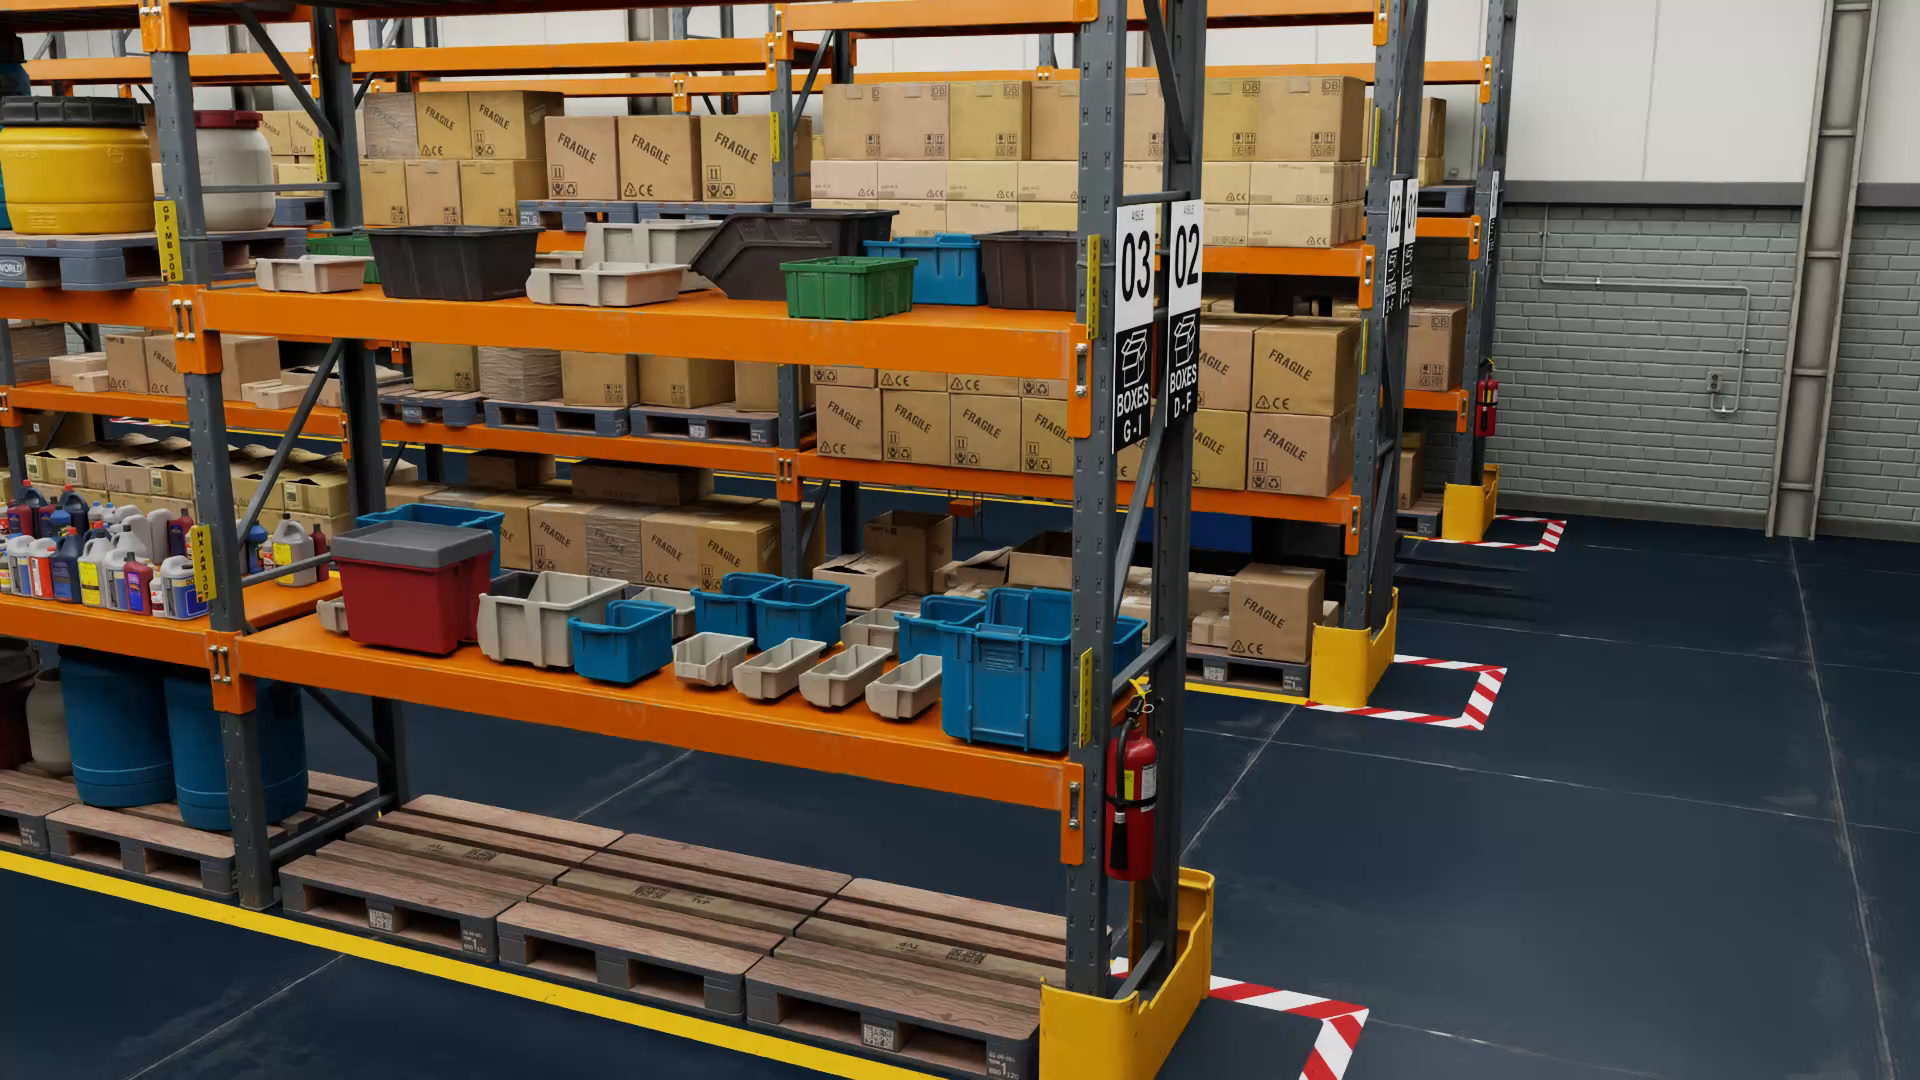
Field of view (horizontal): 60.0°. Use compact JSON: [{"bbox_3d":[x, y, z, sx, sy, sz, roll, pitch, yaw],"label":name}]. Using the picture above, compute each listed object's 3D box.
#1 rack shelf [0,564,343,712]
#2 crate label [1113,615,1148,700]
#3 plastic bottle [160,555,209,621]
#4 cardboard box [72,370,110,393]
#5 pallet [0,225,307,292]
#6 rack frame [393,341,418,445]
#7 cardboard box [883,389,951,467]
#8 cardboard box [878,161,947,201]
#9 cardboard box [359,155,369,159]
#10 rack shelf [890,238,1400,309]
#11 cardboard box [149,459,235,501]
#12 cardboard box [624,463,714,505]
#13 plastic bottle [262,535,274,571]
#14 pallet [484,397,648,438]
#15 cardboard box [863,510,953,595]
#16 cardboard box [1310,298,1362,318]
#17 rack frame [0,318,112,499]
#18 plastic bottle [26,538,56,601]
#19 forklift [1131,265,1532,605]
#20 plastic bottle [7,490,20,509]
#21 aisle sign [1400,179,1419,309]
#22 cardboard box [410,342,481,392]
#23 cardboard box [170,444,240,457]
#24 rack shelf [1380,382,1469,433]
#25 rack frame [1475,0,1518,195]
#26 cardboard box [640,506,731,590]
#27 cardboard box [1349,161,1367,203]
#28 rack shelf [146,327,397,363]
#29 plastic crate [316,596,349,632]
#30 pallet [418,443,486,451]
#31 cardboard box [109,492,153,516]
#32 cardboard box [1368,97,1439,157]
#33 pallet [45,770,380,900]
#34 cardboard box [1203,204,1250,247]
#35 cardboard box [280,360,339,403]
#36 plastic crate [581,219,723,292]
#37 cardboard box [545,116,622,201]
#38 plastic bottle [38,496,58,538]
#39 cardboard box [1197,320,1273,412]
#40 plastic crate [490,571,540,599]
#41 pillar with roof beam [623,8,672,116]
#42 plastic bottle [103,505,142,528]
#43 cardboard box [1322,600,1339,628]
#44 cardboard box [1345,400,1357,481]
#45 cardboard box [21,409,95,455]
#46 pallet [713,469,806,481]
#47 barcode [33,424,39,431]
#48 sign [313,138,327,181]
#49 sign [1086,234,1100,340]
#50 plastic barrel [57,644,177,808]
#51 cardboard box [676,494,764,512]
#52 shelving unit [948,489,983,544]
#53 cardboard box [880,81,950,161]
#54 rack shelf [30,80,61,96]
[{"bbox_3d":[-4.856,0.288,8.537,4.000,0.370,1.077,6,14,23],"label":"rack shelf"},{"bbox_3d":[0.538,0.453,6.491,0.303,0.233,0.416,6,14,23],"label":"crate label"},{"bbox_3d":[-3.518,0.214,7.548,0.135,0.276,0.152,6,14,23],"label":"plastic bottle"},{"bbox_3d":[-7.605,-1.405,14.725,0.250,0.149,0.380,6,14,23],"label":"cardboard box"},{"bbox_3d":[-3.783,-1.298,7.567,1.003,0.211,1.213,6,14,23],"label":"pallet"},{"bbox_3d":[-6.329,-2.687,19.639,0.127,3.000,1.000,6,14,23],"label":"rack frame"},{"bbox_3d":[-0.192,-0.809,11.419,0.500,0.500,0.500,6,15,24],"label":"cardboard box"},{"bbox_3d":[-0.216,-2.400,11.082,0.500,0.250,0.500,6,14,23],"label":"cardboard box"},{"bbox_3d":[-6.893,-4.201,19.263,0.500,0.500,0.500,6,15,25],"label":"cardboard box"},{"bbox_3d":[0.811,-1.837,11.024,4.000,0.370,1.077,6,14,23],"label":"rack shelf"},{"bbox_3d":[-6.649,-0.558,14.440,0.500,0.311,0.500,6,15,25],"label":"cardboard box"},{"bbox_3d":[-2.275,-0.462,13.025,0.500,0.250,0.500,6,14,23],"label":"cardboard box"},{"bbox_3d":[-3.425,0.077,8.295,0.097,0.201,0.097,0,13,0],"label":"plastic bottle"},{"bbox_3d":[-2.895,-1.009,12.910,1.213,0.211,1.003,6,14,23],"label":"pallet"},{"bbox_3d":[-0.382,0.085,12.337,0.500,0.500,0.500,6,14,23],"label":"cardboard box"},{"bbox_3d":[3.503,-1.833,15.342,0.700,0.700,0.980,6,14,23],"label":"cardboard box"},{"bbox_3d":[-8.332,-1.652,15.228,0.127,3.000,1.000,6,14,23],"label":"rack frame"},{"bbox_3d":[-4.314,0.134,7.891,0.135,0.276,0.152,6,14,23],"label":"plastic bottle"},{"bbox_3d":[2.906,-1.074,12.916,3.031,2.935,1.130,7,15,27],"label":"forklift"},{"bbox_3d":[-5.097,-0.137,9.026,0.133,0.283,0.061,6,14,23],"label":"plastic bottle"},{"bbox_3d":[2.821,-1.862,10.434,0.004,0.787,0.394,6,14,23],"label":"aisle sign"},{"bbox_3d":[-4.053,-1.500,13.443,0.500,0.500,0.700,1,13,4],"label":"cardboard box"},{"bbox_3d":[-6.912,-0.720,15.127,0.500,0.311,0.500,6,14,23],"label":"cardboard box"},{"bbox_3d":[2.814,-1.411,15.778,4.000,0.370,1.077,6,14,23],"label":"rack shelf"},{"bbox_3d":[4.643,-4.497,14.222,0.127,3.000,1.000,6,14,23],"label":"rack frame"},{"bbox_3d":[-2.033,0.058,12.451,0.500,0.500,0.500,6,14,23],"label":"cardboard box"},{"bbox_3d":[2.275,-2.274,10.548,0.500,0.250,0.500,6,14,23],"label":"cardboard box"},{"bbox_3d":[-8.157,-2.522,20.510,4.000,0.370,1.077,6,14,23],"label":"rack shelf"},{"bbox_3d":[-2.660,0.295,7.378,0.243,0.136,0.396,6,14,23],"label":"plastic crate"},{"bbox_3d":[-5.616,-1.258,19.652,1.213,0.211,1.003,6,14,23],"label":"pallet"},{"bbox_3d":[-7.122,-0.334,14.710,0.500,0.250,0.500,5,14,22],"label":"cardboard box"},{"bbox_3d":[3.863,-3.593,14.482,0.500,0.500,0.500,6,14,23],"label":"cardboard box"},{"bbox_3d":[-3.716,1.400,8.326,1.213,0.211,1.003,6,14,23],"label":"pallet"},{"bbox_3d":[1.611,-1.970,10.345,0.500,0.250,0.500,6,14,23],"label":"cardboard box"},{"bbox_3d":[-5.414,-1.361,14.186,0.500,0.311,0.500,6,14,23],"label":"cardboard box"},{"bbox_3d":[-1.271,-1.179,6.908,0.530,0.282,0.437,6,14,23],"label":"plastic crate"},{"bbox_3d":[-2.669,-2.859,12.448,0.600,0.600,0.600,5,14,21],"label":"cardboard box"},{"bbox_3d":[-4.830,-0.094,8.846,0.133,0.283,0.061,6,14,23],"label":"plastic bottle"},{"bbox_3d":[1.659,-1.107,10.500,0.500,0.500,0.500,6,15,25],"label":"cardboard box"},{"bbox_3d":[-1.895,0.275,7.488,0.590,0.125,0.437,6,14,23],"label":"plastic crate"},{"bbox_3d":[-5.254,-4.639,14.827,0.400,9.000,9.100,6,14,23],"label":"pillar with roof beam"},{"bbox_3d":[-4.355,-0.046,8.658,0.135,0.276,0.152,6,14,23],"label":"plastic bottle"},{"bbox_3d":[2.396,0.522,11.243,0.250,0.149,0.380,6,14,23],"label":"cardboard box"},{"bbox_3d":[2.341,-0.686,10.894,0.500,0.500,0.500,6,15,24],"label":"cardboard box"},{"bbox_3d":[-8.629,-0.991,15.870,0.500,0.500,0.500,6,14,23],"label":"cardboard box"},{"bbox_3d":[-1.981,-0.870,18.002,1.213,0.211,1.003,6,14,23],"label":"pallet"},{"bbox_3d":[-8.267,-1.006,14.883,0.075,0.075,0.001,6,14,23],"label":"barcode"},{"bbox_3d":[-4.907,-2.917,12.749,0.005,0.325,0.100,6,14,23],"label":"sign"},{"bbox_3d":[0.422,-0.800,5.262,0.005,0.325,0.100,6,14,23],"label":"sign"},{"bbox_3d":[-4.165,0.820,8.367,0.708,0.901,0.600,6,14,23],"label":"plastic barrel"},{"bbox_3d":[-1.853,-0.051,12.917,0.500,0.500,0.500,6,14,24],"label":"cardboard box"},{"bbox_3d":[0.049,-0.506,14.614,0.252,1.050,0.215,6,14,23],"label":"shelving unit"},{"bbox_3d":[-0.158,-2.794,11.124,0.500,0.500,0.700,6,14,23],"label":"cardboard box"},{"bbox_3d":[-10.160,-4.213,15.459,4.000,0.370,1.077,6,14,23],"label":"rack shelf"}]
